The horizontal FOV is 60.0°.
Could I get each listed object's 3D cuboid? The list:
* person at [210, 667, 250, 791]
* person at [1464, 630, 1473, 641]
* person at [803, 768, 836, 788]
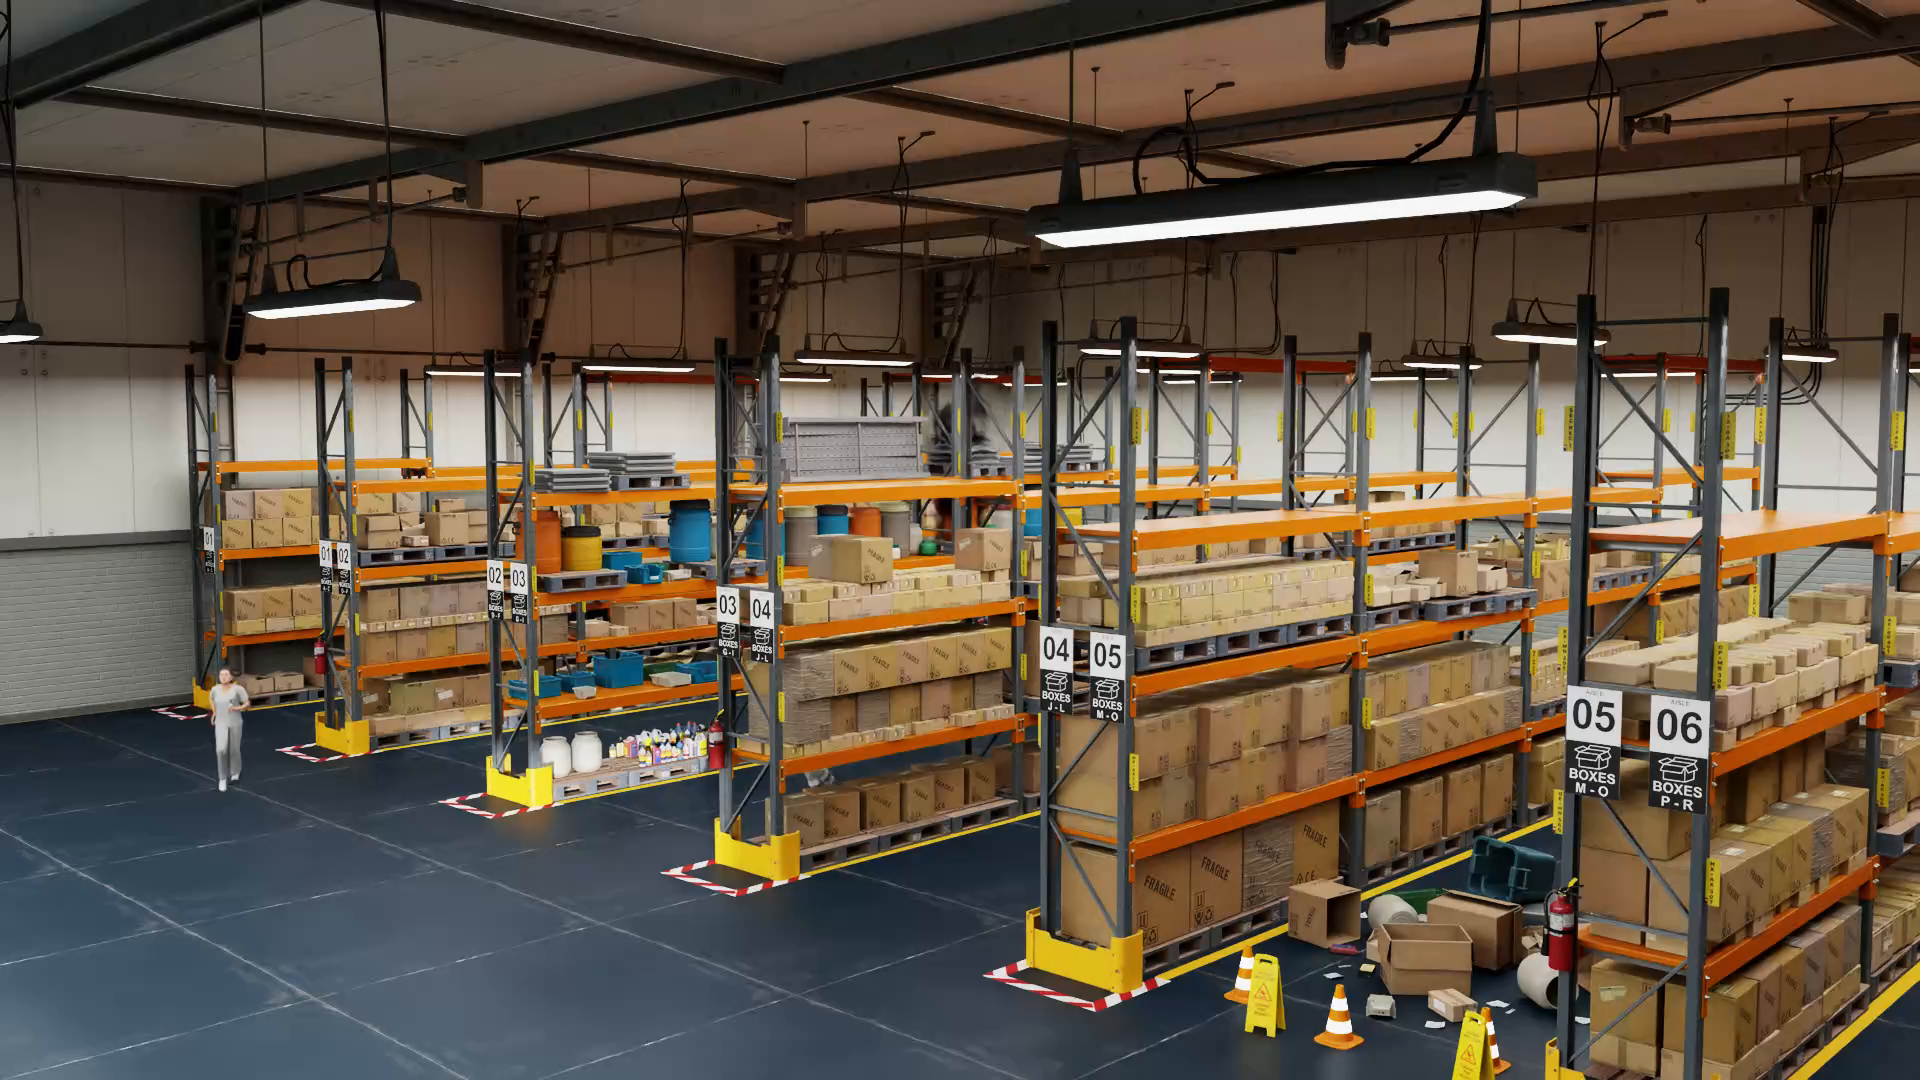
[{"bbox_3d":[-10.063,2.583,22.925,0.547,1.712,0.738,-1,5,-15],"label":"person"},{"bbox_3d":[8.265,2.256,27.270,0.627,1.672,0.629,3,6,38],"label":"person"},{"bbox_3d":[-1.914,2.613,21.897,0.649,1.740,0.601,3,5,31],"label":"person"}]
